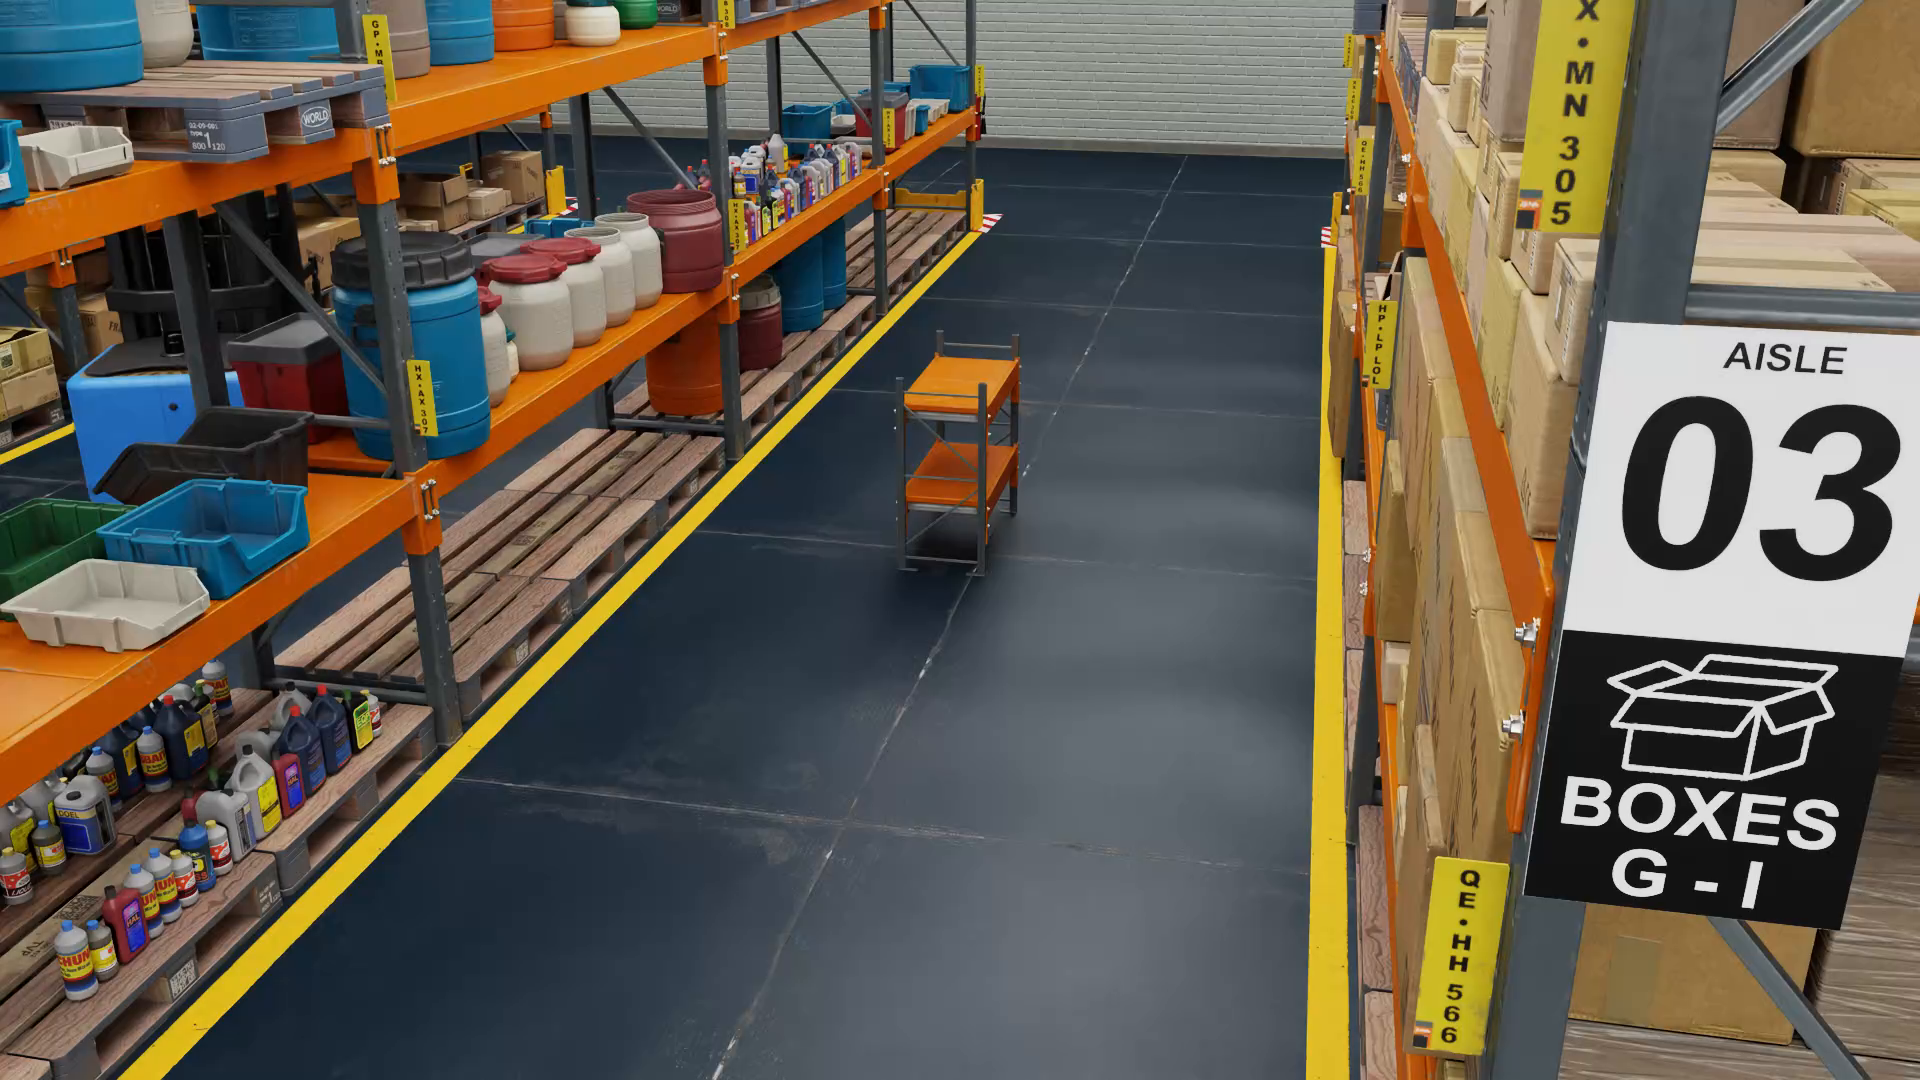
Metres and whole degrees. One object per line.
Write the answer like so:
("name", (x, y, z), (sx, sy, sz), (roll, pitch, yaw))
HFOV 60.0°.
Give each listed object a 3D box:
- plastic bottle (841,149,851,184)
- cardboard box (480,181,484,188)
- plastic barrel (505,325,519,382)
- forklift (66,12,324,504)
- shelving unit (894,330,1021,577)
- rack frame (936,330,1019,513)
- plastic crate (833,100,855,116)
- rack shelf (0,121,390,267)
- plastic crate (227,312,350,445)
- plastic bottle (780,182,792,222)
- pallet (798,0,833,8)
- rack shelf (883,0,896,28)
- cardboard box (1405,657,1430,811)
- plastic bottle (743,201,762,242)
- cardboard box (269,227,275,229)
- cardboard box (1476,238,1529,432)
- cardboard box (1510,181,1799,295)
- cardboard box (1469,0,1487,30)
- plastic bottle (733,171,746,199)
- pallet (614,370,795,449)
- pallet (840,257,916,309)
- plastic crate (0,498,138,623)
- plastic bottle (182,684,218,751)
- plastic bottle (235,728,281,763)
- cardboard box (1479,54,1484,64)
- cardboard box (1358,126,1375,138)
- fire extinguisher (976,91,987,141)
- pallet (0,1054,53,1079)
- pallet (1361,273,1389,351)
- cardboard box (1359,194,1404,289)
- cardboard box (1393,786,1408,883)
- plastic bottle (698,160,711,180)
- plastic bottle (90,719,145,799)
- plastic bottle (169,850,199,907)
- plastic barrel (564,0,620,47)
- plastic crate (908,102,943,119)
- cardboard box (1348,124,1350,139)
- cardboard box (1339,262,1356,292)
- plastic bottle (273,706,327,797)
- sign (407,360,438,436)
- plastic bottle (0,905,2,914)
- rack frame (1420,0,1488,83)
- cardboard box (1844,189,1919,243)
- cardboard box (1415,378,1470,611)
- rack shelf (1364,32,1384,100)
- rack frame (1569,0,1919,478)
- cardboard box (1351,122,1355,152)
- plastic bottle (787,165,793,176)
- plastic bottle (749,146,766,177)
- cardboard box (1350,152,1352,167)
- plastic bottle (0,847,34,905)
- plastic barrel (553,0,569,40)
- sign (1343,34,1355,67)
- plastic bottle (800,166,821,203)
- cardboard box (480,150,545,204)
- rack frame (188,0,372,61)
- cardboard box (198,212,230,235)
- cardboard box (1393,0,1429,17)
("plastic bottle", (-0.985, -3.074, 13.638), (0.152, 0.276, 0.135), (4, 22, 11))
("cardboard box", (-5.600, -4.031, 19.074), (0.380, 0.149, 0.250), (4, 22, 11))
("plastic barrel", (-2.358, -0.917, 8.300), (0.301, 0.262, 0.301), (0, 22, 0))
("forklift", (-4.656, -1.816, 10.440), (1.130, 2.935, 3.031), (-3, 22, -7))
("shelving unit", (0.001, -0.524, 9.650), (0.538, 1.125, 1.048), (4, 22, 11))
("rack frame", (0.105, -0.710, 10.111), (0.500, 1.125, 0.032), (4, 22, 11))
("plastic crate", (-1.032, -4.191, 16.388), (0.416, 0.233, 0.300), (4, 22, 11))
("rack shelf", (-3.187, -0.835, 4.859), (1.077, 0.370, 4.000), (4, 22, 11))
("plastic crate", (-2.979, -0.739, 7.587), (0.402, 0.464, 0.583), (4, 22, 11))
("plastic bottle", (-1.277, -2.470, 12.128), (0.061, 0.283, 0.133), (4, 22, 11))
("pallet", (-1.439, -4.029, 12.080), (1.003, 0.211, 1.213), (4, 22, 11))
("rack shelf", (-0.738, -5.224, 15.756), (1.077, 0.370, 4.000), (4, 22, 11))
("cardboard box", (1.522, 0.577, 3.874), (0.875, 0.500, 0.500), (4, 22, 11))
("plastic bottle", (-1.463, -2.217, 11.509), (0.152, 0.276, 0.135), (4, 22, 11))
("cardboard box", (-6.430, -2.504, 14.812), (0.500, 0.500, 0.500), (5, 22, 12))
("cardboard box", (1.203, -0.368, 2.939), (0.500, 0.250, 0.500), (5, 22, 11))
("cardboard box", (1.122, -0.495, 2.719), (0.380, 0.149, 0.250), (3, 22, 9))
("cardboard box", (2.164, -2.006, 6.423), (0.396, 0.266, 0.258), (5, 23, 13))
("plastic bottle", (-1.724, -2.776, 12.997), (0.097, 0.201, 0.097), (0, 22, 0))
("pallet", (-1.842, -0.970, 11.978), (1.003, 0.211, 1.213), (4, 22, 11))
("pallet", (-1.034, -2.413, 15.562), (1.003, 0.211, 1.213), (4, 22, 11))
("plastic crate", (-3.332, 0.065, 5.962), (0.450, 0.188, 0.662), (4, 22, 11))
("plastic bottle", (-3.207, 0.759, 7.002), (0.061, 0.283, 0.133), (4, 22, 11))
("plastic bottle", (-2.817, 0.876, 6.719), (0.152, 0.276, 0.135), (4, 22, 11))
("cardboard box", (1.631, -1.249, 4.592), (0.380, 0.149, 0.250), (5, 23, 13))
("cardboard box", (3.364, -2.954, 13.039), (0.500, 0.500, 0.500), (5, 22, 11))
("fire extinguisher", (0.146, -4.709, 18.133), (0.296, 0.674, 0.183), (4, 22, 11))
("pallet", (-3.454, 1.920, 4.804), (1.003, 0.211, 1.213), (4, 22, 11))
("pallet", (2.845, -1.236, 9.165), (1.213, 0.211, 1.003), (4, 22, 11))
("cardboard box", (2.745, -1.840, 10.272), (0.500, 0.500, 0.500), (5, 23, 13))
("cardboard box", (1.313, 0.772, 4.258), (0.380, 0.149, 0.250), (4, 22, 11))
("plastic bottle", (-1.926, -2.718, 12.654), (0.144, 0.351, 0.185), (4, 22, 11))
("plastic bottle", (-3.388, 0.849, 6.688), (0.144, 0.351, 0.185), (4, 22, 9))
("plastic bottle", (-2.809, 1.211, 5.989), (0.097, 0.201, 0.097), (0, 22, 0))
("plastic barrel", (-1.993, -2.816, 9.000), (0.301, 0.262, 0.301), (0, 22, 0))
("plastic crate", (-0.392, -4.386, 17.001), (0.396, 0.136, 0.243), (4, 22, 11))
("cardboard box", (3.863, -3.828, 15.680), (0.380, 0.149, 0.250), (4, 22, 10))
("cardboard box", (3.237, -1.379, 11.545), (1.225, 0.875, 0.875), (5, 22, 11))
("plastic bottle", (-2.667, 0.844, 6.700), (0.144, 0.351, 0.185), (3, 22, 8))
("sign", (-2.242, -0.591, 6.935), (0.100, 0.325, 0.005), (4, 22, 11))
("plastic bottle", (-3.467, 1.223, 5.849), (0.061, 0.283, 0.133), (4, 22, 11))
("rack frame", (2.070, -2.914, 5.043), (1.000, 3.000, 0.127), (4, 22, 11))
("cardboard box", (1.615, -0.447, 2.601), (0.380, 0.149, 0.250), (4, 22, 10))
("cardboard box", (1.435, -0.084, 4.178), (0.500, 0.500, 0.500), (4, 22, 11))
("rack shelf", (3.295, -3.383, 11.186), (1.077, 0.370, 4.000), (4, 22, 11))
("rack frame", (1.254, -1.451, 1.411), (1.000, 3.000, 0.127), (4, 22, 11))
("cardboard box", (3.639, -3.496, 14.322), (0.500, 0.250, 0.500), (5, 23, 13))
("plastic bottle", (-1.288, -2.757, 12.855), (0.097, 0.271, 0.097), (0, 22, 0))
("plastic bottle", (-1.688, -3.103, 13.709), (0.152, 0.276, 0.135), (4, 22, 11))
("cardboard box", (3.549, -3.265, 14.281), (0.380, 0.149, 0.250), (4, 22, 10))
("plastic bottle", (-3.417, 1.205, 6.003), (0.097, 0.201, 0.097), (0, 22, 0))
("plastic barrel", (-2.342, -3.312, 9.375), (0.600, 0.901, 0.600), (0, 22, 0))
("sign", (3.977, -5.002, 16.995), (0.100, 0.325, 0.005), (4, 22, 11))
("plastic bottle", (-1.162, -2.756, 12.847), (0.152, 0.276, 0.135), (4, 22, 11))
("cardboard box", (-5.048, -4.103, 18.784), (0.500, 0.500, 0.500), (4, 22, 11))
("rack frame", (-2.778, -3.291, 5.980), (1.000, 3.000, 0.127), (4, 22, 11))
("cardboard box", (-6.536, -2.682, 14.250), (0.500, 0.250, 0.500), (5, 22, 11))
("cardboard box", (2.336, -2.742, 7.828), (0.500, 0.500, 0.500), (4, 22, 9))
